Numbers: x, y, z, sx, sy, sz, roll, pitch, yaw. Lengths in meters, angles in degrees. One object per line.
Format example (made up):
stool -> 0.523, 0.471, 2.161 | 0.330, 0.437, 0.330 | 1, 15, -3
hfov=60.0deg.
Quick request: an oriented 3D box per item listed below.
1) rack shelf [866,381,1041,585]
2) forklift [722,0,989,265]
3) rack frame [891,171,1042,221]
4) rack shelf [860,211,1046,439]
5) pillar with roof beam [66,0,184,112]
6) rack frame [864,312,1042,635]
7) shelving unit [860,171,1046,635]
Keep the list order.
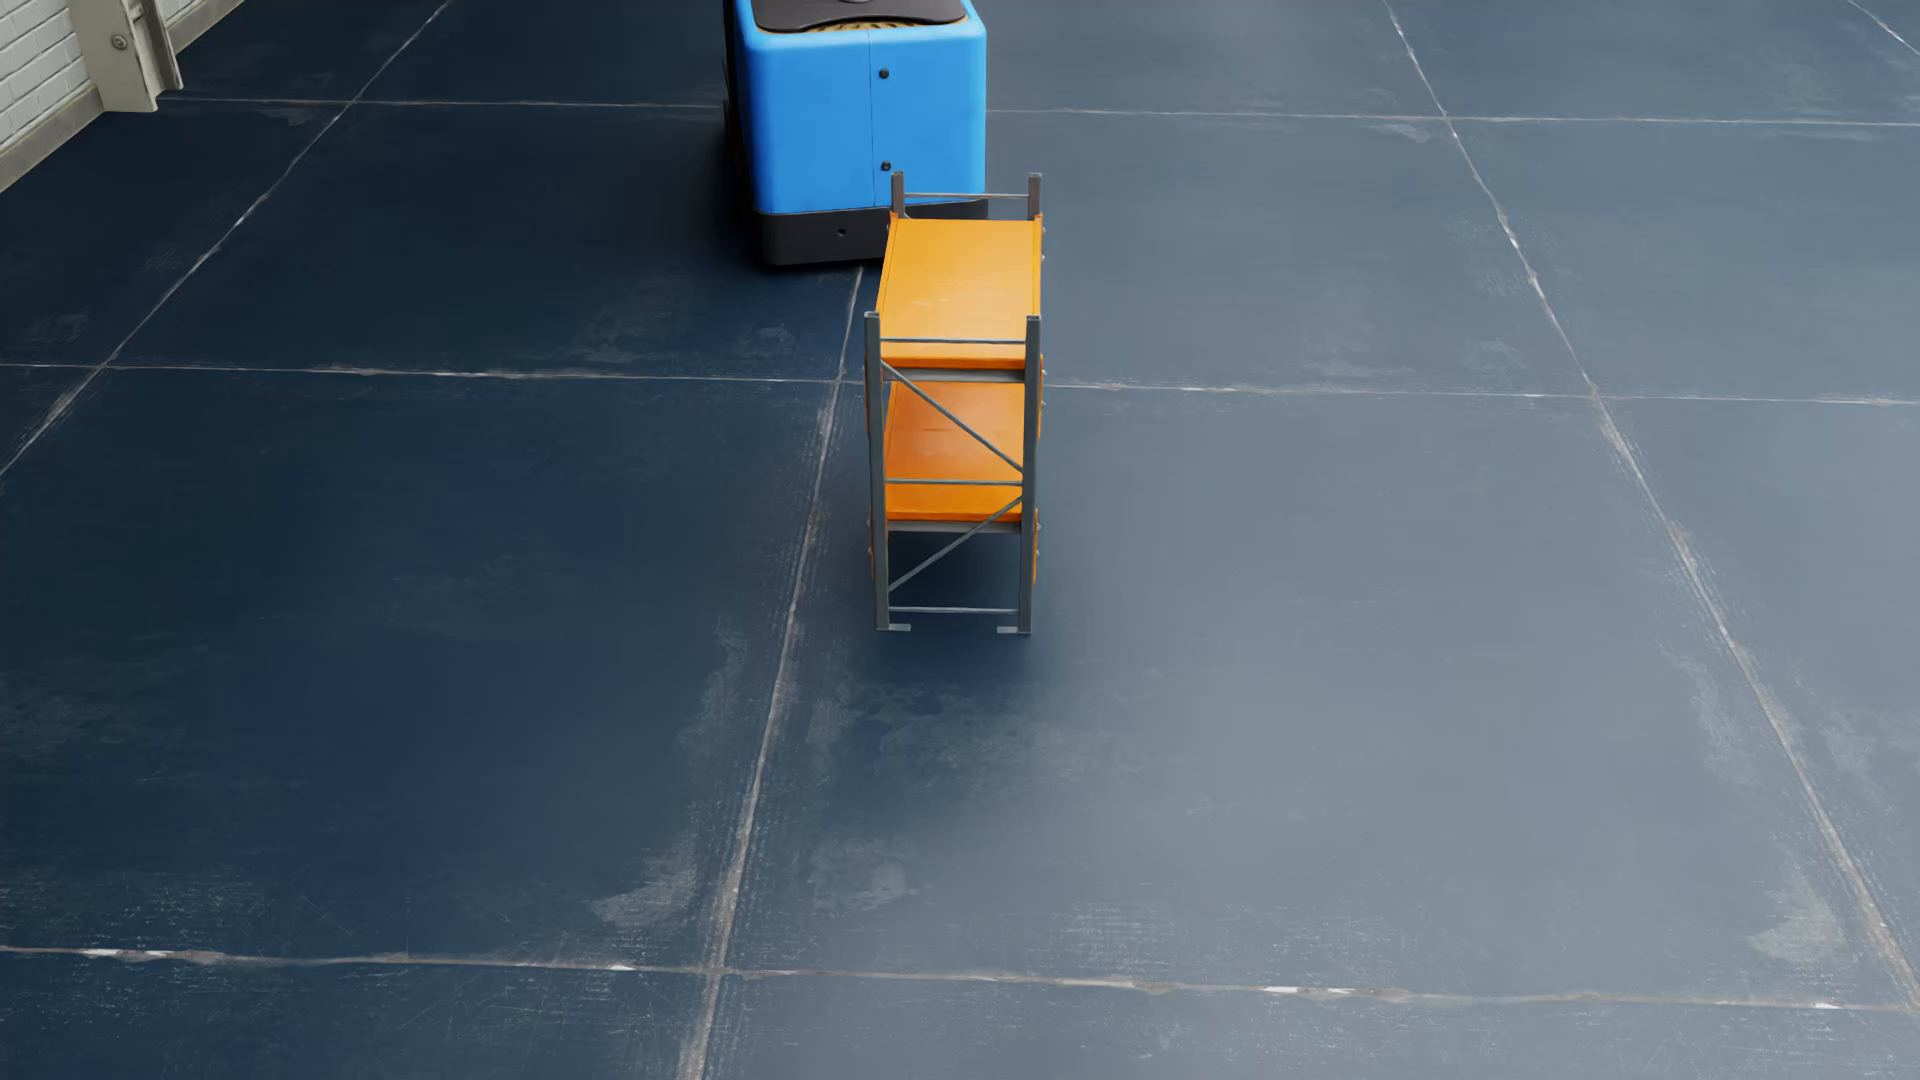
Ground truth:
rack shelf -> 0.000, -0.264, 5.573 | 0.538, 0.278, 1.000 | 1, 35, 2
forklift -> -0.640, -3.254, 7.831 | 1.130, 2.935, 3.031 | -6, 36, -8
rack frame -> 0.021, -0.756, 5.848 | 0.500, 1.125, 0.032 | 1, 35, 2
rack shelf -> 0.000, -0.704, 5.264 | 0.538, 0.278, 1.000 | 1, 35, 2
pillar with roof beam -> -0.246, -6.037, 6.514 | 9.100, 9.000, 0.400 | 1, 35, 2
rack frame -> -0.020, -0.172, 5.017 | 0.500, 1.125, 0.032 | 1, 35, 2
shelving unit -> 0.000, -0.464, 5.432 | 0.538, 1.125, 1.048 | 1, 35, 2
